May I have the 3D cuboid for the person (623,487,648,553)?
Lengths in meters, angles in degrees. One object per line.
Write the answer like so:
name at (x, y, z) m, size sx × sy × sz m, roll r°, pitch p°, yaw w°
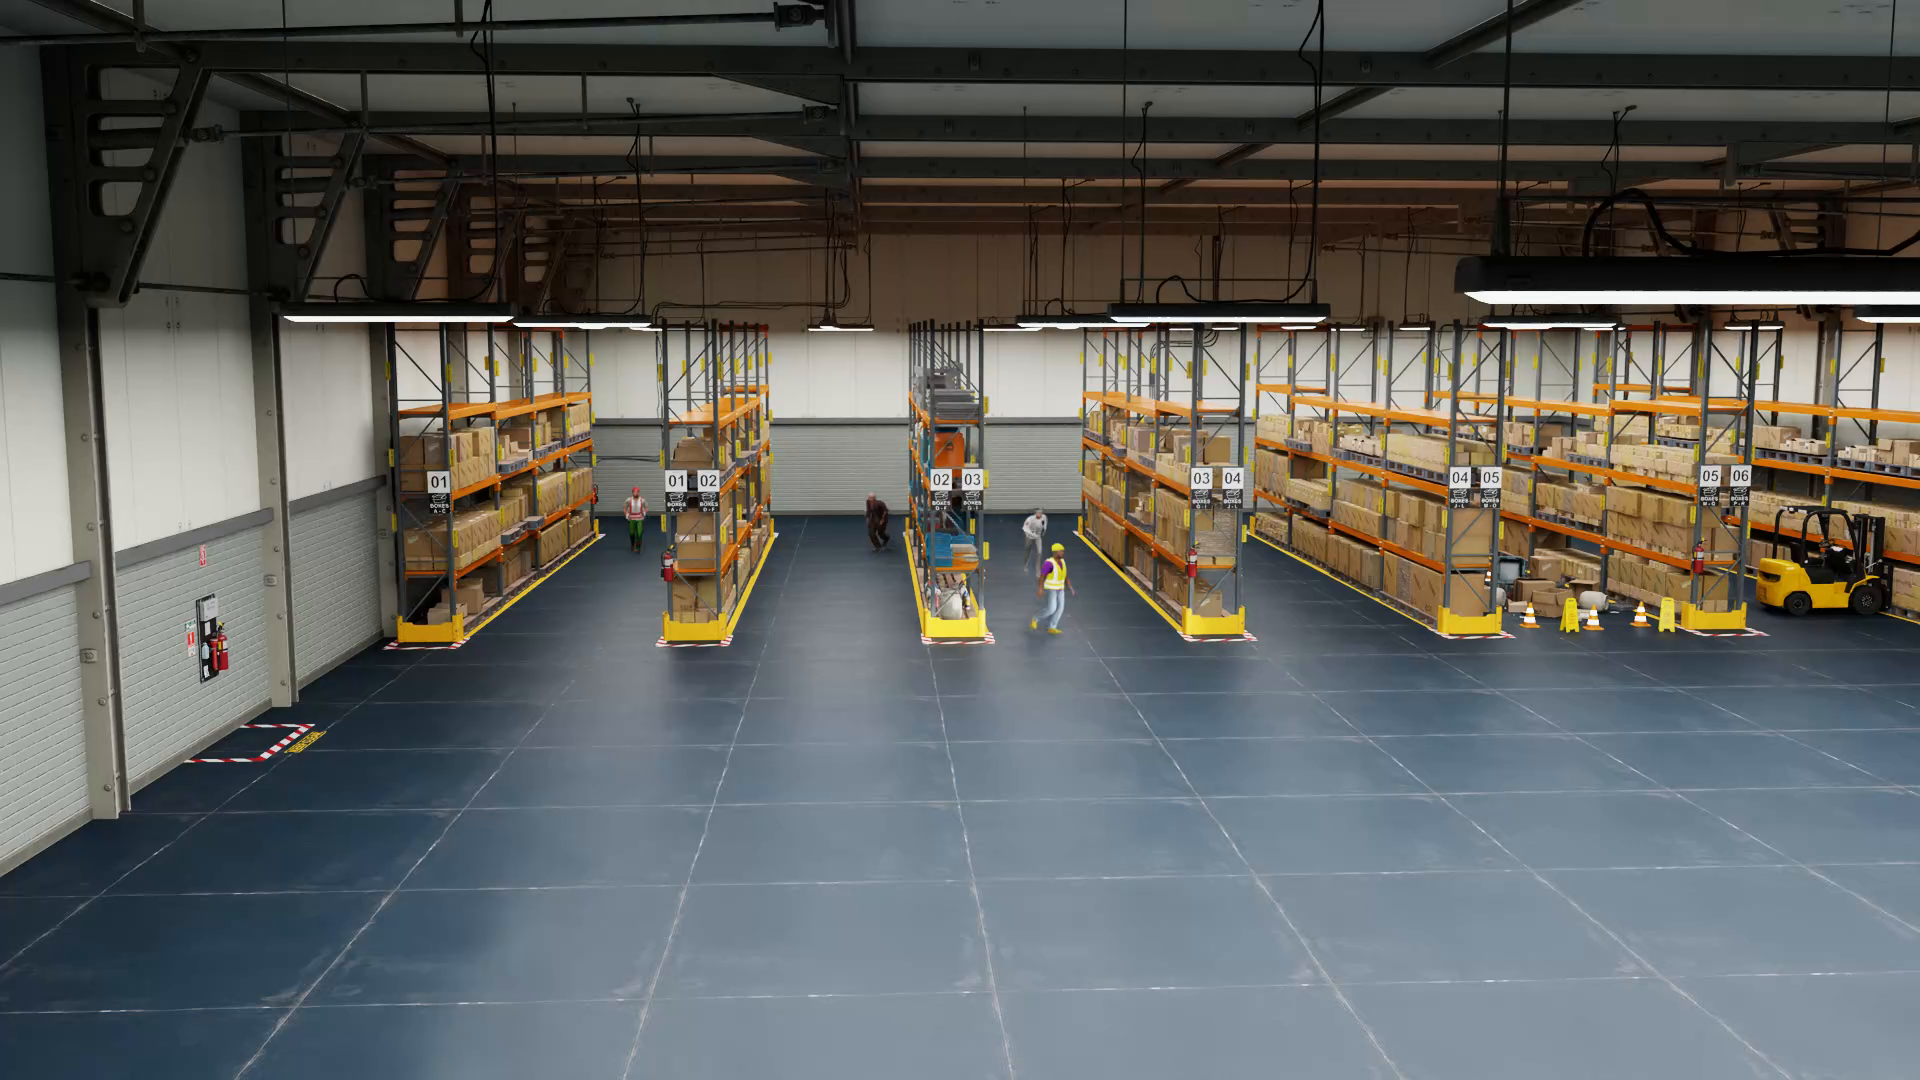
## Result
person at (-8.481, -0.517, 43.510) m, size 0.652 × 1.744 × 0.592 m, roll -1°, pitch 7°, yaw -10°

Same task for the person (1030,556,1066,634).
person at (1.709, 1.045, 31.919) m, size 0.599 × 1.492 × 0.706 m, roll 6°, pitch 9°, yaw 40°

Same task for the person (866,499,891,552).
person at (-2.079, -0.422, 44.099) m, size 0.709 × 1.429 × 0.959 m, roll 4°, pitch 8°, yaw 28°

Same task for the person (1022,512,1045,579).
person at (1.705, 0.023, 38.060) m, size 0.486 × 1.626 × 0.917 m, roll -3°, pitch 8°, yaw -24°
